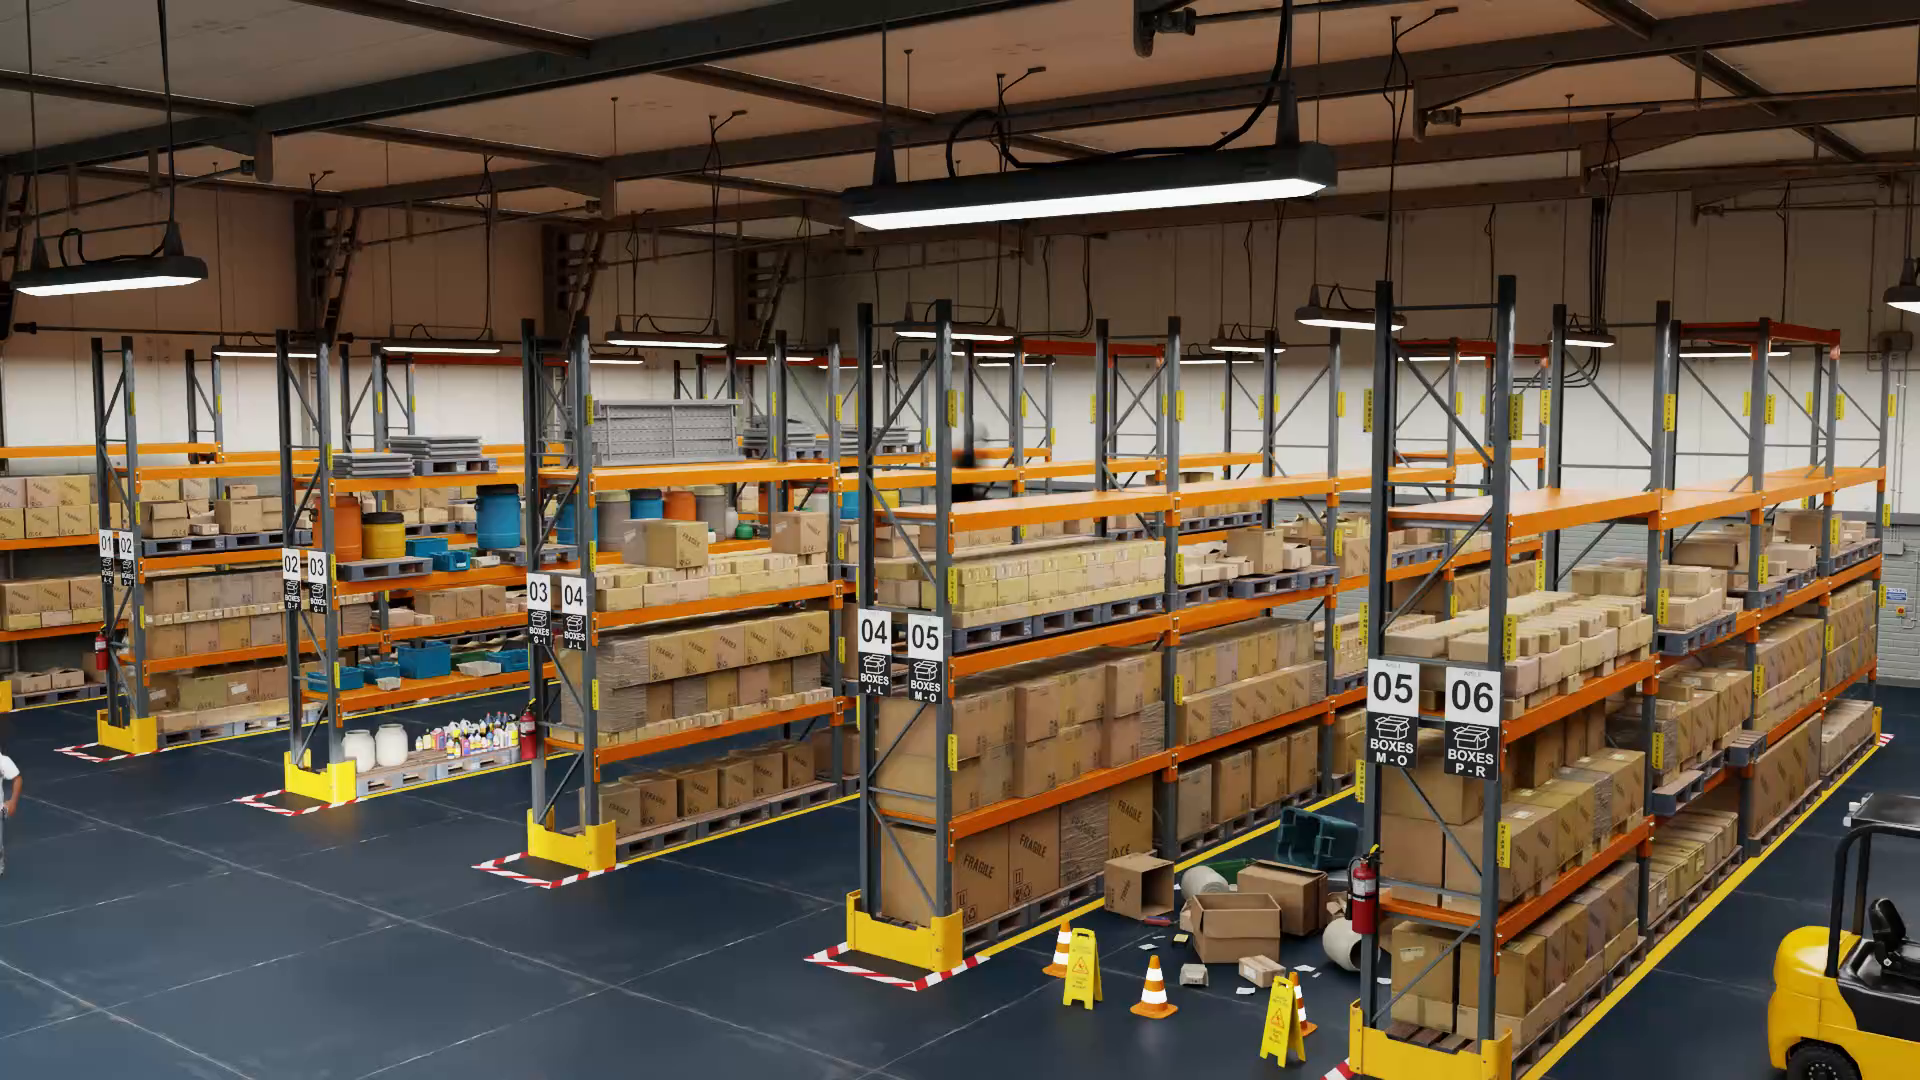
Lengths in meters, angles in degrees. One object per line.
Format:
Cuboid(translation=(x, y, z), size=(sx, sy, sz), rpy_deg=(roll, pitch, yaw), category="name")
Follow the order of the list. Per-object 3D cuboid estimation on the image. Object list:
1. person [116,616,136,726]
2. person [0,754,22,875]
Cuboid(translation=(-12.962, 2.063, 26.159), size=(0.623, 1.761, 0.719), rpy_deg=(3, 6, 34), category="person")
Cuboid(translation=(-10.161, 2.806, 17.276), size=(0.749, 1.719, 0.622), rpy_deg=(-2, 5, -25), category="person")
